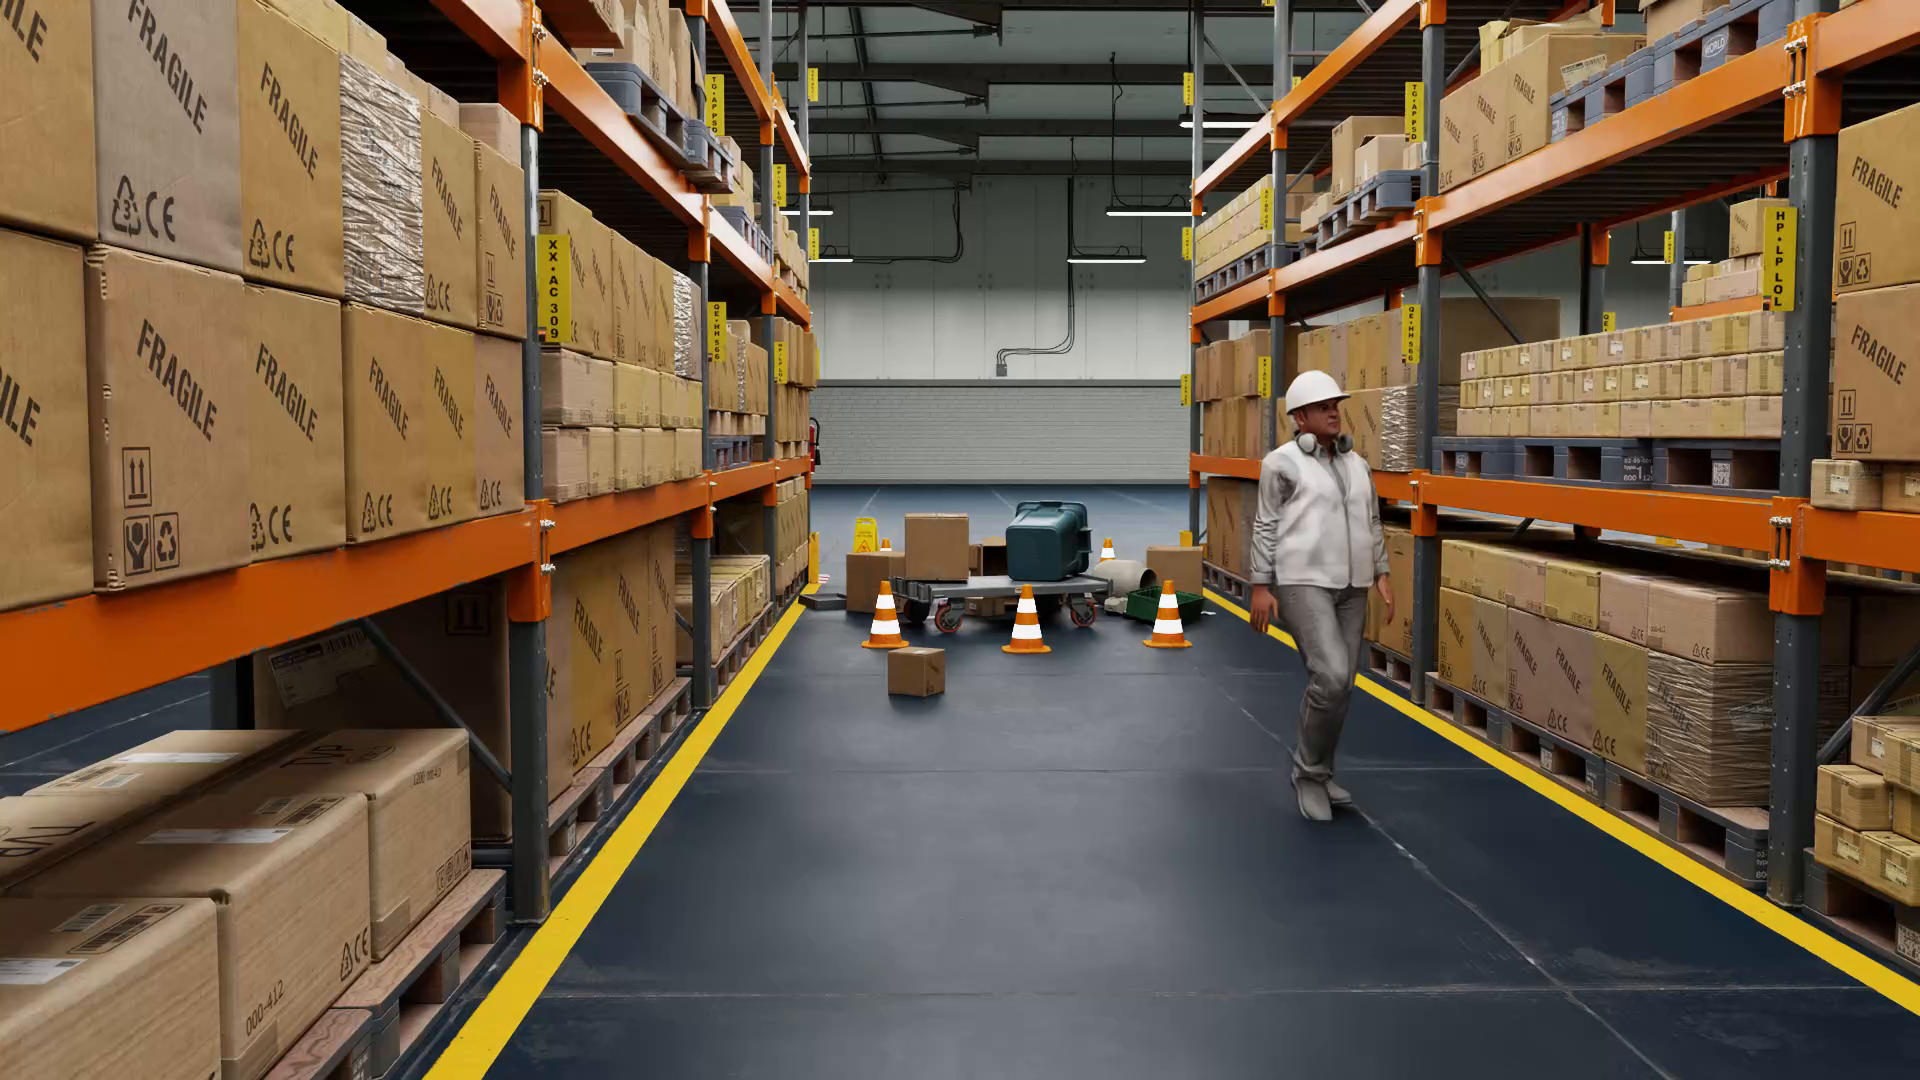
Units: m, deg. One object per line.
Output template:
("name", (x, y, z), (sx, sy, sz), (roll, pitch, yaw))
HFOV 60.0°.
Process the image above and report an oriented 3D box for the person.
("person", (1.510, 0.223, 6.735), (0.586, 1.818, 0.496), (-2, 4, -28))
